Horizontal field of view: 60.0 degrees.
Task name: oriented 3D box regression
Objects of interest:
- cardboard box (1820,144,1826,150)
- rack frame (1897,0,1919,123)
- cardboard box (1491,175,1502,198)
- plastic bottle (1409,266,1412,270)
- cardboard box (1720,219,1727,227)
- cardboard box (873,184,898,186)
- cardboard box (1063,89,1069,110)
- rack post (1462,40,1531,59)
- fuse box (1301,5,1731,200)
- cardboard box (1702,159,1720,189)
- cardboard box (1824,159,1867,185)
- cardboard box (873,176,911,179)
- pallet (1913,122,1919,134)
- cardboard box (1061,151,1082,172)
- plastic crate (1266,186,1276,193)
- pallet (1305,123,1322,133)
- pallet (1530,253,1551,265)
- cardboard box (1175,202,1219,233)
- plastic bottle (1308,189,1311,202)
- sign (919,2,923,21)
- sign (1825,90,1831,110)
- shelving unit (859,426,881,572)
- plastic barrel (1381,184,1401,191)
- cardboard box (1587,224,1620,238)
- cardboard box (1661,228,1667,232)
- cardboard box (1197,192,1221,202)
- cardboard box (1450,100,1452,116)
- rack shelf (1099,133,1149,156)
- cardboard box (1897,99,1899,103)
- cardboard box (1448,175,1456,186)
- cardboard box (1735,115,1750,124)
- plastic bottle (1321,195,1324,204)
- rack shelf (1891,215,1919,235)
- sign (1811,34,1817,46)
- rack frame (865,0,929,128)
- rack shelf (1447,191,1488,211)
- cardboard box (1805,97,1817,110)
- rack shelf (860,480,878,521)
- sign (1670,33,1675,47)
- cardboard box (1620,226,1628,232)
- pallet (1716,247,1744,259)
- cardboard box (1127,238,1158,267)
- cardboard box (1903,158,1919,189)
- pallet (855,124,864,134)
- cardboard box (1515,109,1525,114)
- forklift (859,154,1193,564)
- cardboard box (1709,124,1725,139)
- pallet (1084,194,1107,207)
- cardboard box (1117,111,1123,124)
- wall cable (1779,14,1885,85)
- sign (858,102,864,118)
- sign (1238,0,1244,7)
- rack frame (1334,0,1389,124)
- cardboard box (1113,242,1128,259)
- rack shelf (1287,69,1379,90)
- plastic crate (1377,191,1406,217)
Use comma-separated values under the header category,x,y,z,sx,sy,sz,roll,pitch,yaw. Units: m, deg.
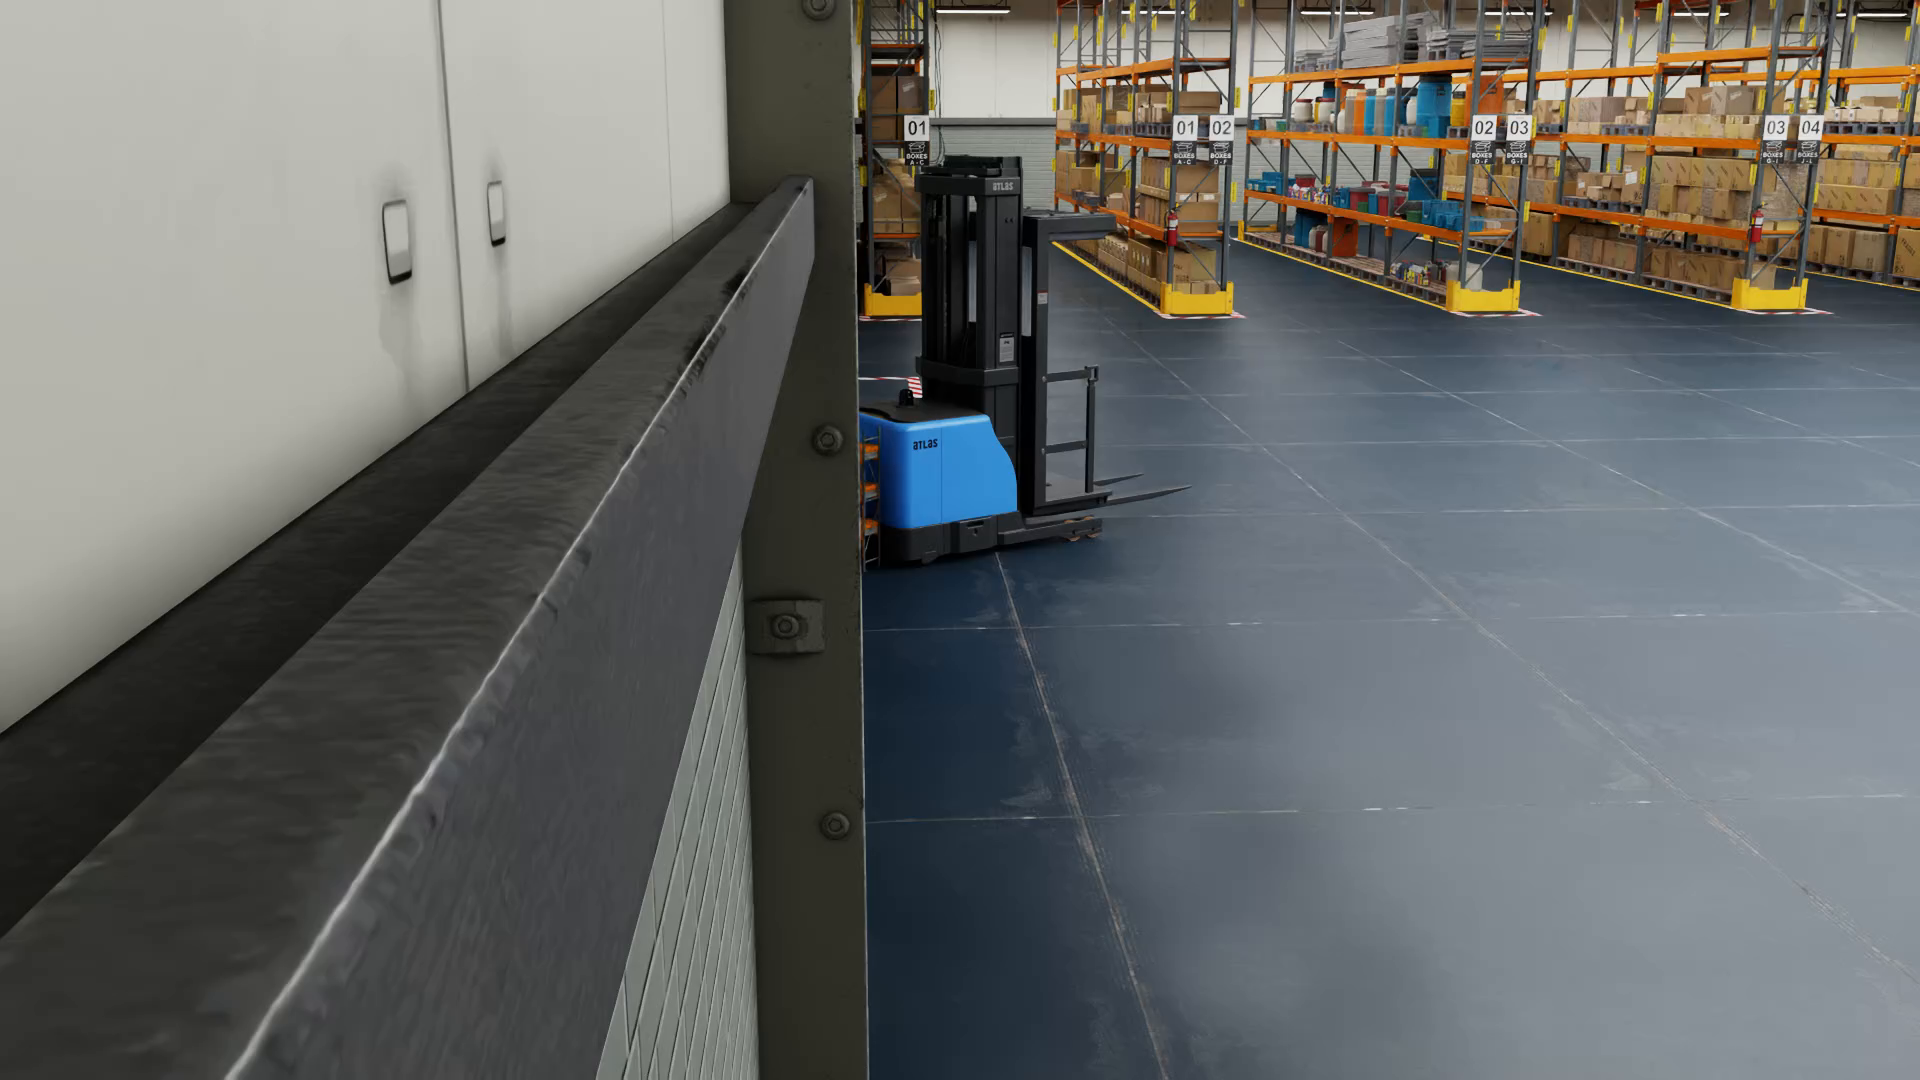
category,x,y,z,sx,sy,sz,roll,pitch,yaw
cardboard box,22.468,-10.166,43.009,0.380,0.149,0.250,0,14,-2
rack frame,22.981,-11.453,39.479,1.000,3.000,0.127,-1,14,-3
cardboard box,12.869,-8.325,39.160,0.500,0.500,0.500,-1,14,-3
plastic bottle,8.336,-4.930,30.760,0.097,0.271,0.097,0,14,0
cardboard box,13.528,-5.542,29.050,0.380,0.149,0.250,-1,14,-3
cardboard box,-1.261,-5.720,27.994,0.500,0.500,0.500,-1,14,-3
cardboard box,2.949,-10.969,41.413,0.700,0.500,0.500,-1,14,-3
rack post,8.970,-8.187,27.789,0.937,0.300,0.954,1,14,3
fuse box,15.073,-11.654,43.135,15.300,4.967,11.253,-1,14,-3
cardboard box,13.487,-6.468,29.342,0.500,0.500,0.500,-1,14,-3
cardboard box,18.379,-7.619,34.410,0.700,0.500,0.500,-1,14,-4
cardboard box,-1.343,-6.866,32.610,0.700,0.500,0.500,1,14,4
pallet,18.582,-7.662,30.945,1.003,0.211,1.213,-1,14,-3
cardboard box,2.785,-9.401,41.337,0.500,0.500,0.500,-1,14,-3
plastic crate,7.738,-8.648,41.026,0.293,0.136,0.466,-1,14,-3
pallet,8.366,-9.204,37.137,1.003,0.211,1.213,-1,14,-3
pallet,13.364,-6.246,36.880,1.003,0.211,1.213,-1,14,-3
cardboard box,3.930,-5.423,27.882,0.700,0.500,0.500,-1,14,-3
plastic bottle,7.853,-7.724,37.261,0.061,0.283,0.133,-1,14,-3
sign,-0.703,-9.575,30.149,0.100,0.325,0.005,-1,14,-3
sign,14.375,-7.294,27.583,0.100,0.325,0.005,-1,14,-3
shelving unit,-0.740,-0.311,12.120,0.252,1.050,0.215,11,18,33
plastic barrel,8.729,-6.926,33.651,0.433,0.535,0.433,0,14,0
cardboard box,13.452,-6.467,34.771,0.500,0.250,0.500,1,14,3
cardboard box,17.693,-7.747,41.396,0.380,0.149,0.250,-1,14,-2
cardboard box,4.136,-5.722,27.741,0.380,0.149,0.250,-1,14,-4
cardboard box,12.928,-11.014,42.548,0.700,0.500,0.500,-2,15,-7
rack shelf,3.574,-7.855,32.958,1.077,0.370,4.000,-1,14,-3
cardboard box,22.865,-10.637,41.077,0.797,0.503,0.637,0,14,1
cardboard box,12.669,-9.083,42.012,0.500,0.250,0.500,-1,14,-5
cardboard box,13.479,-7.180,28.395,0.380,0.149,0.250,-2,15,-6
plastic bottle,7.934,-7.432,36.289,0.097,0.201,0.097,0,14,0
rack shelf,18.666,-5.610,30.256,1.077,0.370,4.000,-1,14,-3
sign,22.179,-12.970,43.182,0.100,0.325,0.005,-1,14,-3
rack frame,-0.998,-8.086,26.394,1.000,3.000,0.127,-1,14,-3
rack shelf,12.966,-8.543,41.655,1.077,0.370,4.000,-1,14,-3
cardboard box,18.512,-9.556,36.390,0.396,0.266,0.258,-1,14,-3
rack shelf,-0.740,-0.301,12.123,0.240,0.259,0.215,11,18,33
sign,18.354,-12.879,42.829,0.100,0.325,0.005,-1,14,-3
cardboard box,17.512,-8.128,43.476,0.380,0.149,0.250,-1,14,-2
pallet,18.175,-6.598,38.245,1.003,0.211,1.213,-1,14,-3
cardboard box,3.414,-5.368,31.039,0.500,0.500,0.500,-1,14,-3
cardboard box,18.531,-6.960,31.588,0.875,0.550,0.550,-1,14,-3
pallet,-1.587,-8.691,35.143,1.213,0.211,1.003,0,14,-1
cardboard box,13.068,-9.733,38.152,0.500,0.311,0.500,-1,14,-5
forklift,0.513,-1.508,13.007,3.031,2.935,1.130,-10,17,-34
cardboard box,13.493,-7.158,29.107,0.500,0.250,0.500,-1,14,-2
pallet,3.338,-7.322,35.850,1.213,0.211,1.003,-1,14,-3
cardboard box,3.534,-8.719,34.333,0.500,0.250,0.500,-2,15,-8
wall cable,25.633,-13.921,48.996,2.988,3.039,0.133,-1,14,-3
sign,-2.048,-8.905,34.401,0.100,0.325,0.005,-1,14,-3
sign,4.500,-8.699,26.586,0.100,0.325,0.005,-1,14,-3
rack frame,8.394,-10.229,34.721,1.000,3.000,0.127,-1,14,-3
cardboard box,3.320,-5.746,32.889,0.500,0.311,0.500,-1,14,-4
rack shelf,8.270,-10.184,36.794,1.077,0.370,4.000,-1,14,-3
plastic crate,8.307,-6.475,32.044,0.402,0.464,0.583,-1,14,-3
